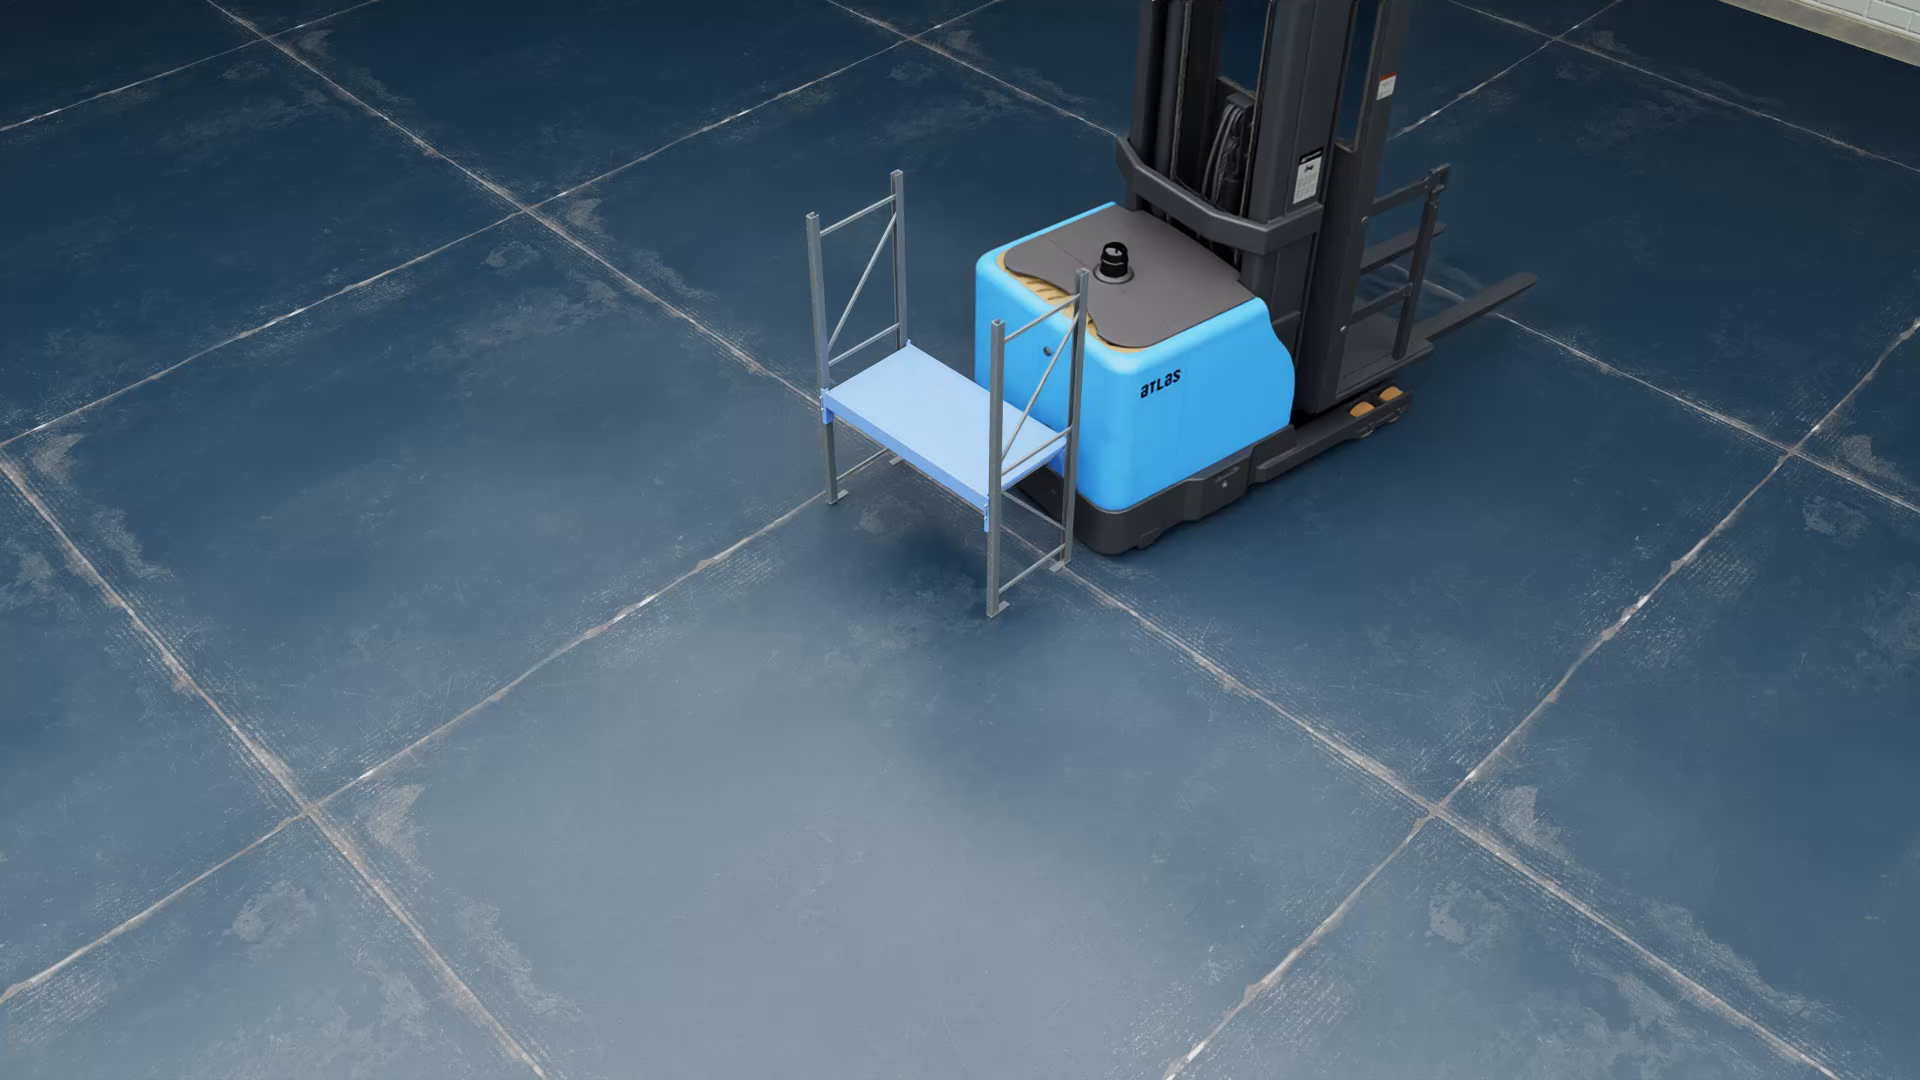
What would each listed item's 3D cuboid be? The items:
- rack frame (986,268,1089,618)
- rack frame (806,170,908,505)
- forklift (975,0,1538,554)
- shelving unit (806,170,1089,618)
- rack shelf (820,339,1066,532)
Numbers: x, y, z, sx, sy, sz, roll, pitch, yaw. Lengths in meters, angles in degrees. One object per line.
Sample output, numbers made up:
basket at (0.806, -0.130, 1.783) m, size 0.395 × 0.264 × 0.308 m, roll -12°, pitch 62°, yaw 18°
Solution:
rack frame at (0.299, -0.348, 6.638) m, size 0.500 × 1.500 × 0.032 m, roll -34°, pitch 53°, yaw -31°
rack frame at (-0.419, -0.836, 7.167) m, size 0.500 × 1.500 × 0.032 m, roll -34°, pitch 53°, yaw -31°
forklift at (1.540, -1.829, 7.187) m, size 3.031 × 2.935 × 1.130 m, roll -27°, pitch 49°, yaw -26°
shelving unit at (-0.060, -0.592, 6.903) m, size 0.538 × 1.500 × 1.048 m, roll -34°, pitch 53°, yaw -31°
rack shelf at (-0.060, -0.460, 7.025) m, size 0.538 × 0.185 × 1.000 m, roll -34°, pitch 53°, yaw -31°
